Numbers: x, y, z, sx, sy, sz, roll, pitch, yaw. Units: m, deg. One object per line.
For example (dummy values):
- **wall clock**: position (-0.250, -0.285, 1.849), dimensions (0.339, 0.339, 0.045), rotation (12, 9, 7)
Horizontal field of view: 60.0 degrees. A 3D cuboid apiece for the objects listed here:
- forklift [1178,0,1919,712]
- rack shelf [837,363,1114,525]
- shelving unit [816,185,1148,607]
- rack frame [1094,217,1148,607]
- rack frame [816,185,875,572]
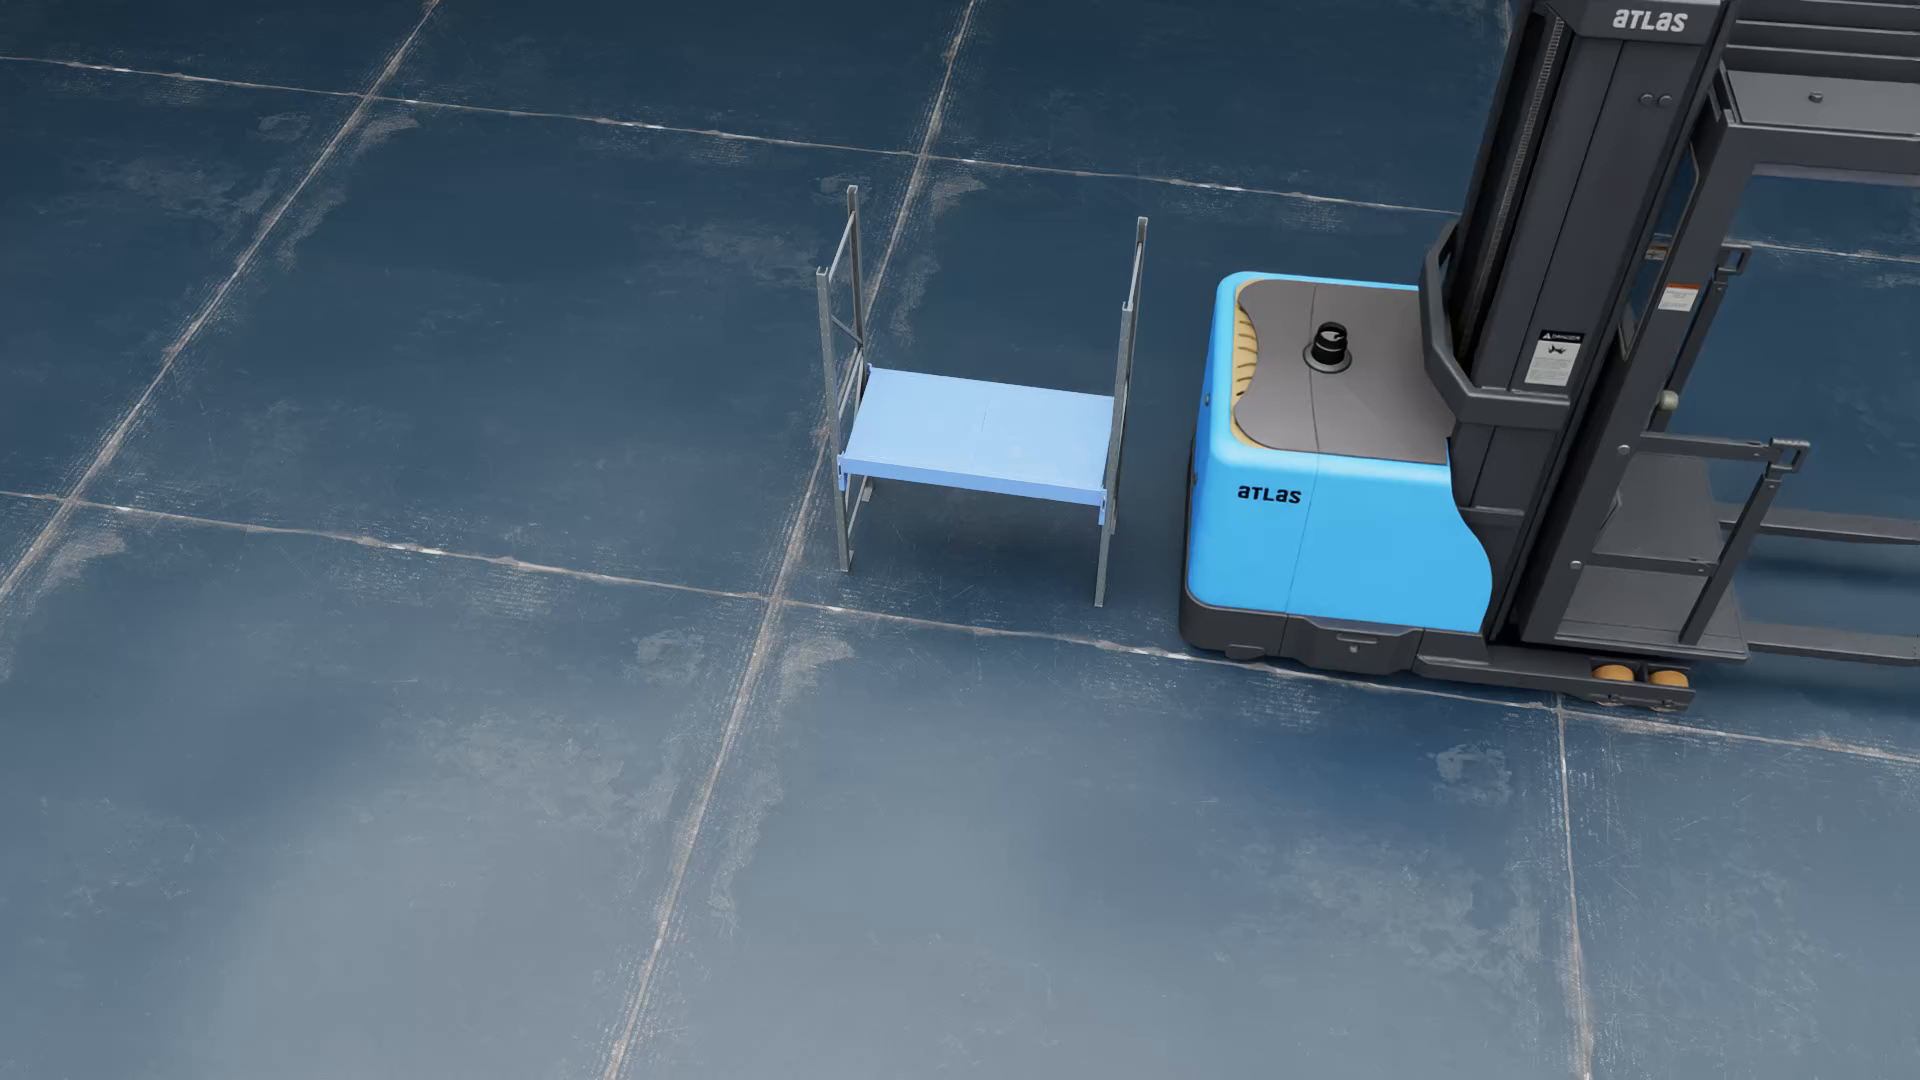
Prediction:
- **forklift**: position (2.389, -0.768, 5.442), dimensions (3.031, 2.935, 1.130), rotation (6, 48, 5)
- **rack shelf**: position (0.084, -0.370, 6.288), dimensions (1.000, 0.185, 0.538), rotation (8, 49, 7)
- **shelving unit**: position (0.084, -0.490, 6.154), dimensions (1.048, 1.500, 0.538), rotation (8, 49, 7)
- **rack frame**: position (0.584, -0.423, 6.094), dimensions (0.032, 1.500, 0.500), rotation (8, 49, 7)
- **rack frame**: position (-0.416, -0.557, 6.214), dimensions (0.032, 1.500, 0.500), rotation (8, 49, 7)
